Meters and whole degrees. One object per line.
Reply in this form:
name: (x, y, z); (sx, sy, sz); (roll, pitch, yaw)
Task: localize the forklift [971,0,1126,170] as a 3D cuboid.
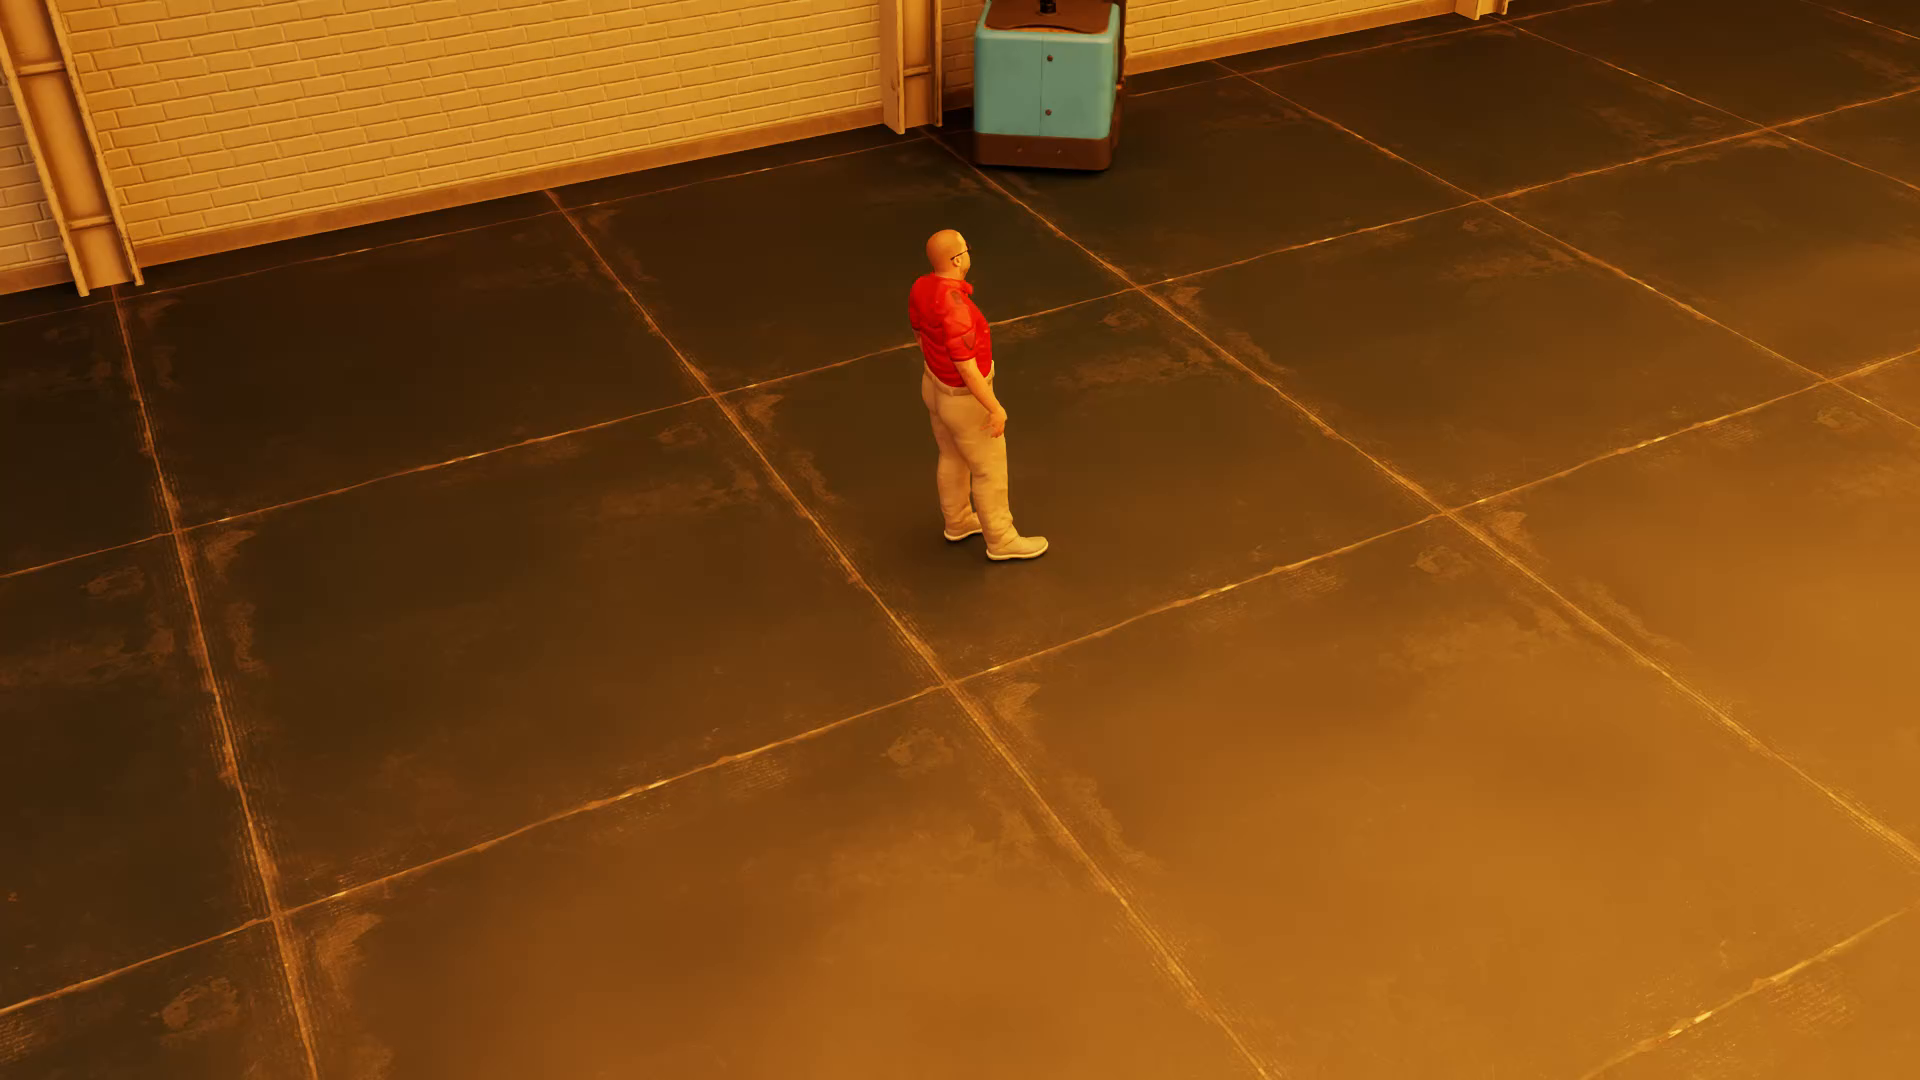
forklift: (0.789, -4.804, 12.920); (1.130, 2.935, 3.031); (4, 35, 6)

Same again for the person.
person: (0.085, -0.730, 8.185); (0.551, 1.727, 0.640); (-17, 39, -23)
